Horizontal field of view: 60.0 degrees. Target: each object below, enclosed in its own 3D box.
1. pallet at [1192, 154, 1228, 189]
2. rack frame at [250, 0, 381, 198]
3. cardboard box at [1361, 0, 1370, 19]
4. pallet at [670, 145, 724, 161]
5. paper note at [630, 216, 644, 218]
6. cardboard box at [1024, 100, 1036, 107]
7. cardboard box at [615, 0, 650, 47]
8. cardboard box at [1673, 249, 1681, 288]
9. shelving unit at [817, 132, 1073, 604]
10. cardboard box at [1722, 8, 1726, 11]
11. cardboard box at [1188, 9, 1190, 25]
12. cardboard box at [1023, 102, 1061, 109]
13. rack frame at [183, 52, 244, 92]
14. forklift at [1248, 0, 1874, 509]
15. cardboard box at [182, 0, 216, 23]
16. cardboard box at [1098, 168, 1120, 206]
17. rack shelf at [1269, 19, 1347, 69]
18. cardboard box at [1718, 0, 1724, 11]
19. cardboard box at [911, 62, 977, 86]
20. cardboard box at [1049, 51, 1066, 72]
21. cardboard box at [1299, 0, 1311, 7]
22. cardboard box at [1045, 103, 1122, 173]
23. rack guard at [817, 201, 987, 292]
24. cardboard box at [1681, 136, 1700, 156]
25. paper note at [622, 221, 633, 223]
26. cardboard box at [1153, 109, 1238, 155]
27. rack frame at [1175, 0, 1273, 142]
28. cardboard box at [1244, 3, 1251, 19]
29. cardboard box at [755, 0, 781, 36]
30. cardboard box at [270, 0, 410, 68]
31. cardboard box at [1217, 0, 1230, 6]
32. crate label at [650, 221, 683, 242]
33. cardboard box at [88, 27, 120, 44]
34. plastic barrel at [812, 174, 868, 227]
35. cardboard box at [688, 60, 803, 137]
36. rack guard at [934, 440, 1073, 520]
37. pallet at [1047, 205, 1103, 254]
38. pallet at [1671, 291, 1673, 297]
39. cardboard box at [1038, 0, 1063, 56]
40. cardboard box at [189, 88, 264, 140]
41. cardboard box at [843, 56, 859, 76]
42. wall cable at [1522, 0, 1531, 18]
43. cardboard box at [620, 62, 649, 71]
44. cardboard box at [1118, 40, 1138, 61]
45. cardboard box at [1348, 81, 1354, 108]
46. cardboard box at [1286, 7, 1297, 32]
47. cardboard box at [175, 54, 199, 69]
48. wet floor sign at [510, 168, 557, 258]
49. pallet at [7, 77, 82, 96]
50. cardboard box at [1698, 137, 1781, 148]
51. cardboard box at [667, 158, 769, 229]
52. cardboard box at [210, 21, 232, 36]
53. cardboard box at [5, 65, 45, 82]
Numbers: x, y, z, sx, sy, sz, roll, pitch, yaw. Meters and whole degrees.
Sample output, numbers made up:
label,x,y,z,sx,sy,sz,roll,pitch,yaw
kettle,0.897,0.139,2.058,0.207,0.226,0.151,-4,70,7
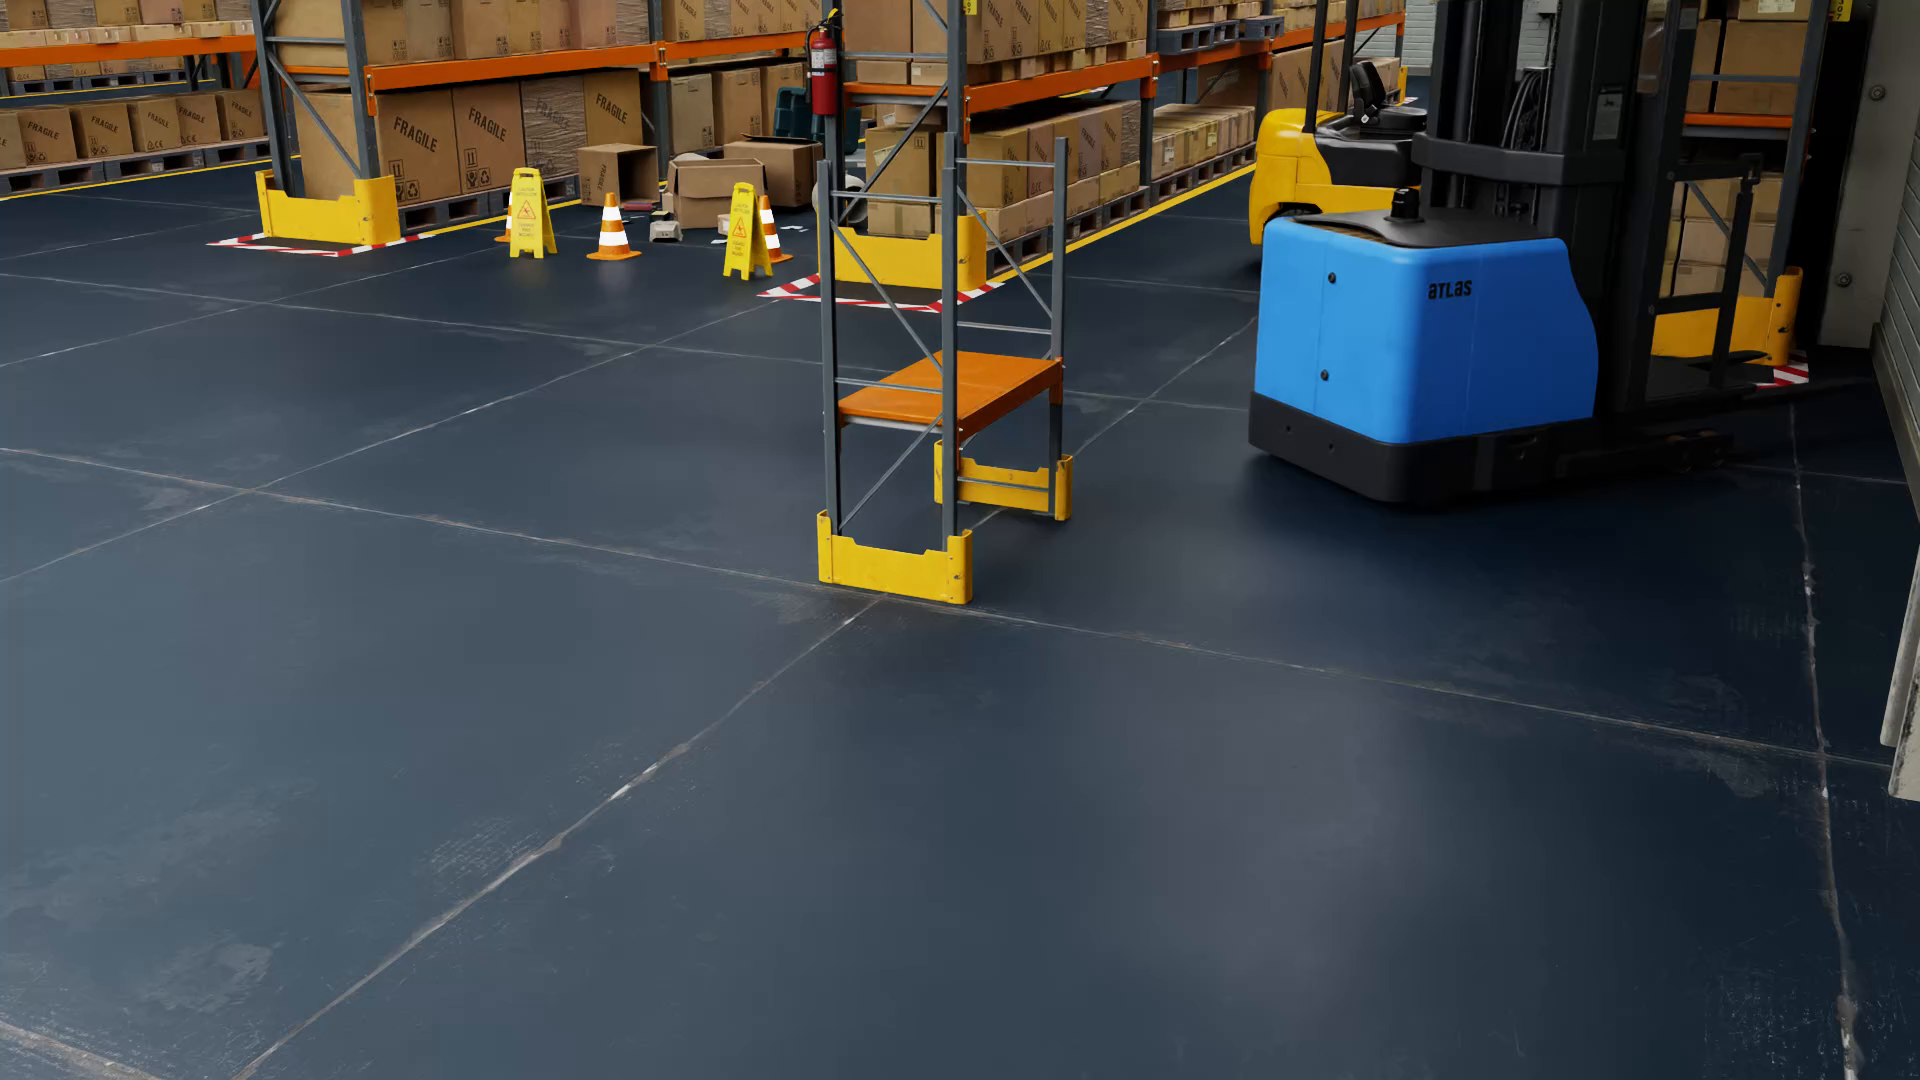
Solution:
label,x,y,z,sx,sy,sz,roll,pitch,yaw
pallet,2.019,-3.704,16.569,1.003,0.211,1.213,9,21,23
rack frame,-4.992,-3.831,12.764,1.000,3.000,0.127,9,21,23
cardboard box,5.121,-7.159,21.973,0.500,0.500,0.500,9,21,23
pallet,-3.106,-3.986,17.362,1.003,0.211,1.213,9,21,23
paper note,-2.760,-2.763,14.223,0.123,0.001,0.032,-14,24,-33
cardboard box,0.401,-3.636,13.606,0.380,0.149,0.250,9,22,25
cardboard box,-3.494,-5.010,15.856,0.875,0.550,0.550,9,21,23
cardboard box,4.212,-1.743,10.370,0.500,0.250,0.500,9,21,23
shelving unit,-0.031,-0.683,6.152,0.587,1.500,1.083,9,21,23
cardboard box,4.684,-3.206,10.857,0.500,0.500,0.500,9,21,23
cardboard box,1.875,-4.783,15.189,0.380,0.149,0.250,10,22,26
cardboard box,0.507,-3.353,13.777,0.500,0.500,0.500,9,22,25
rack frame,-10.718,-7.668,23.553,1.000,3.000,0.127,9,21,23
forklift,2.857,-1.823,7.221,3.031,2.935,1.130,-9,21,-23
cardboard box,-8.315,-5.675,17.358,0.875,0.500,0.500,9,21,23
cardboard box,0.998,-2.926,13.697,0.500,0.250,0.500,8,21,21
rack shelf,3.661,-5.901,19.658,1.077,0.370,4.000,9,21,23
cardboard box,4.670,-3.459,10.602,0.380,0.149,0.250,8,21,22
cardboard box,-0.106,-3.140,11.196,0.380,0.149,0.250,9,21,23
cardboard box,0.576,-3.609,12.516,0.380,0.149,0.250,8,21,21
cardboard box,3.703,-6.223,18.967,0.500,0.250,0.500,8,21,22
cardboard box,1.000,-3.288,13.595,0.500,0.500,0.500,9,21,24
rack guard,-0.403,-2.028,11.426,1.175,0.500,0.348,9,21,23
cardboard box,4.838,-2.686,11.528,0.500,0.250,0.500,9,22,25
paper note,-2.818,-2.665,13.919,0.144,0.017,0.142,18,26,41
cardboard box,2.306,-4.190,17.069,0.950,0.372,0.625,8,21,22
rack frame,2.842,-5.628,17.818,1.000,3.000,0.127,9,21,23
cardboard box,2.706,-5.324,16.712,0.380,0.149,0.250,7,21,20
cardboard box,-2.271,-5.687,17.834,0.500,0.500,0.500,9,21,24
cardboard box,-4.881,-4.021,13.076,0.875,0.550,0.550,9,21,23
cardboard box,2.277,-5.356,15.831,0.500,0.500,0.500,8,21,20
crate label,-2.322,-2.440,13.124,0.250,0.136,0.298,-2,20,-5
cardboard box,-8.438,-4.924,16.212,0.380,0.149,0.250,9,21,23
plastic barrel,-0.970,-2.808,13.733,0.421,0.421,0.512,-9,22,-24
cardboard box,-2.402,-4.973,18.706,1.050,0.750,0.750,9,21,24
rack guard,0.173,-0.247,6.789,0.587,0.250,0.087,9,21,23
pallet,0.463,-2.507,13.204,1.003,0.211,1.213,9,21,23
pallet,4.371,-1.429,10.170,1.003,0.211,1.213,9,21,23
cardboard box,0.429,-3.791,12.060,0.500,0.500,0.500,8,21,22
cardboard box,-8.038,-4.669,18.223,0.500,0.500,0.500,8,21,21
cardboard box,-1.212,-5.828,20.363,0.500,0.250,0.500,8,21,20
wall cable,9.704,-10.088,28.843,0.588,1.984,0.122,9,21,23
cardboard box,-5.170,-6.936,24.039,1.225,0.875,0.875,8,21,21
cardboard box,1.254,-4.070,13.811,0.380,0.149,0.250,9,22,24
cardboard box,4.835,-6.019,22.114,0.875,0.438,0.875,8,21,22
cardboard box,3.466,-5.832,18.615,0.500,0.250,0.500,8,21,21
cardboard box,-13.538,-8.411,28.716,0.500,0.500,0.500,8,21,22
wet floor sign,-3.197,-2.441,12.370,0.267,0.644,0.232,5,20,13
pallet,-14.895,-7.258,26.561,1.003,0.211,1.213,9,21,23
cardboard box,5.296,-2.612,11.322,0.500,0.250,0.500,9,21,23
cardboard box,-2.025,-2.891,13.846,0.797,0.503,0.637,-5,20,-15
cardboard box,-7.925,-5.398,17.544,0.380,0.149,0.250,9,21,23
cardboard box,-14.788,-7.478,26.093,0.500,0.500,0.500,10,22,25
